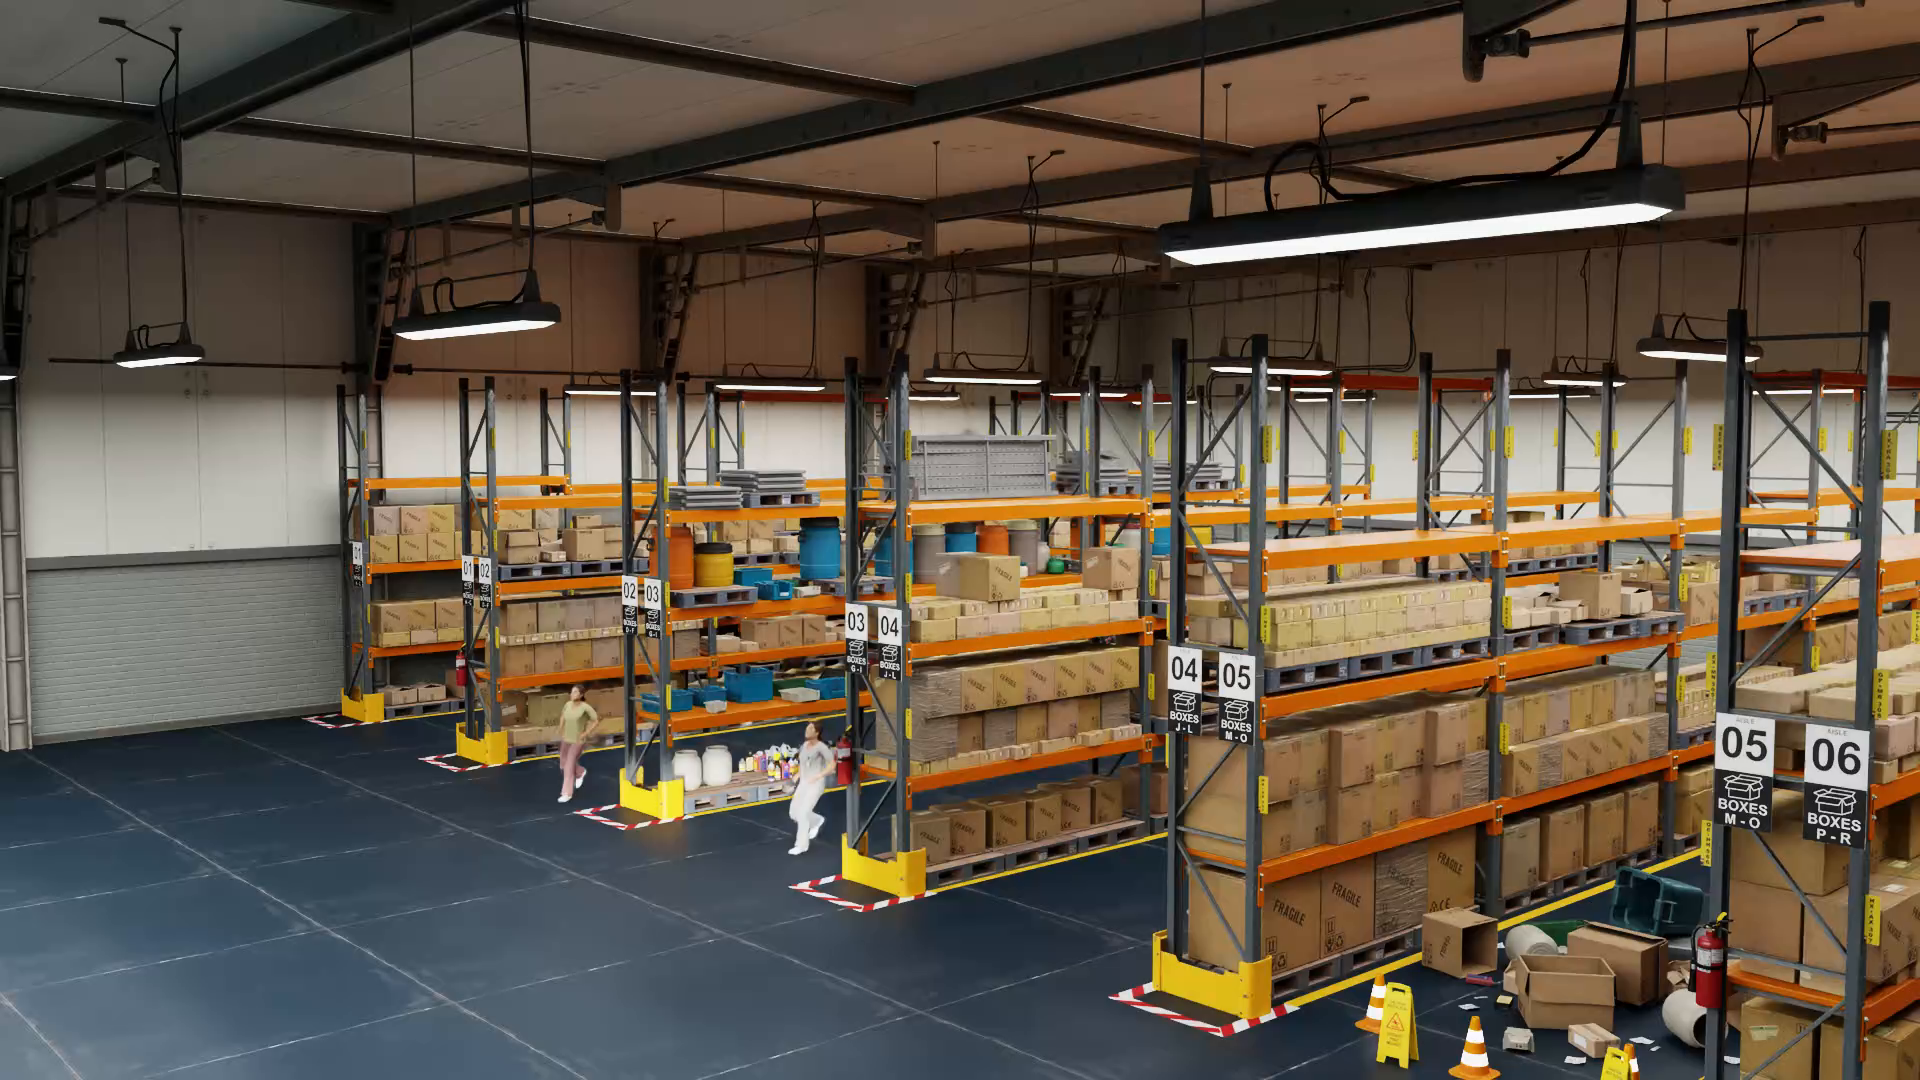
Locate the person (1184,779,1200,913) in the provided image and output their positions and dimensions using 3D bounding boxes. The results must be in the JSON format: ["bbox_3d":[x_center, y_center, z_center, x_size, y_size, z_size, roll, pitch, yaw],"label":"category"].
[{"bbox_3d":[2.695,3.135,17.993,0.730,1.723,0.716,3,5,35],"label":"person"}]

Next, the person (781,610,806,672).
[{"bbox_3d":[-3.167,2.176,32.323,0.633,1.747,0.726,-4,5,-44],"label":"person"}]

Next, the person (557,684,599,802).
[{"bbox_3d":[-5.347,2.829,23.374,0.590,1.641,0.697,1,4,21],"label":"person"}]

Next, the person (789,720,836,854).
[{"bbox_3d":[-1.823,3.036,20.419,0.598,1.599,0.614,4,5,44],"label":"person"}]
